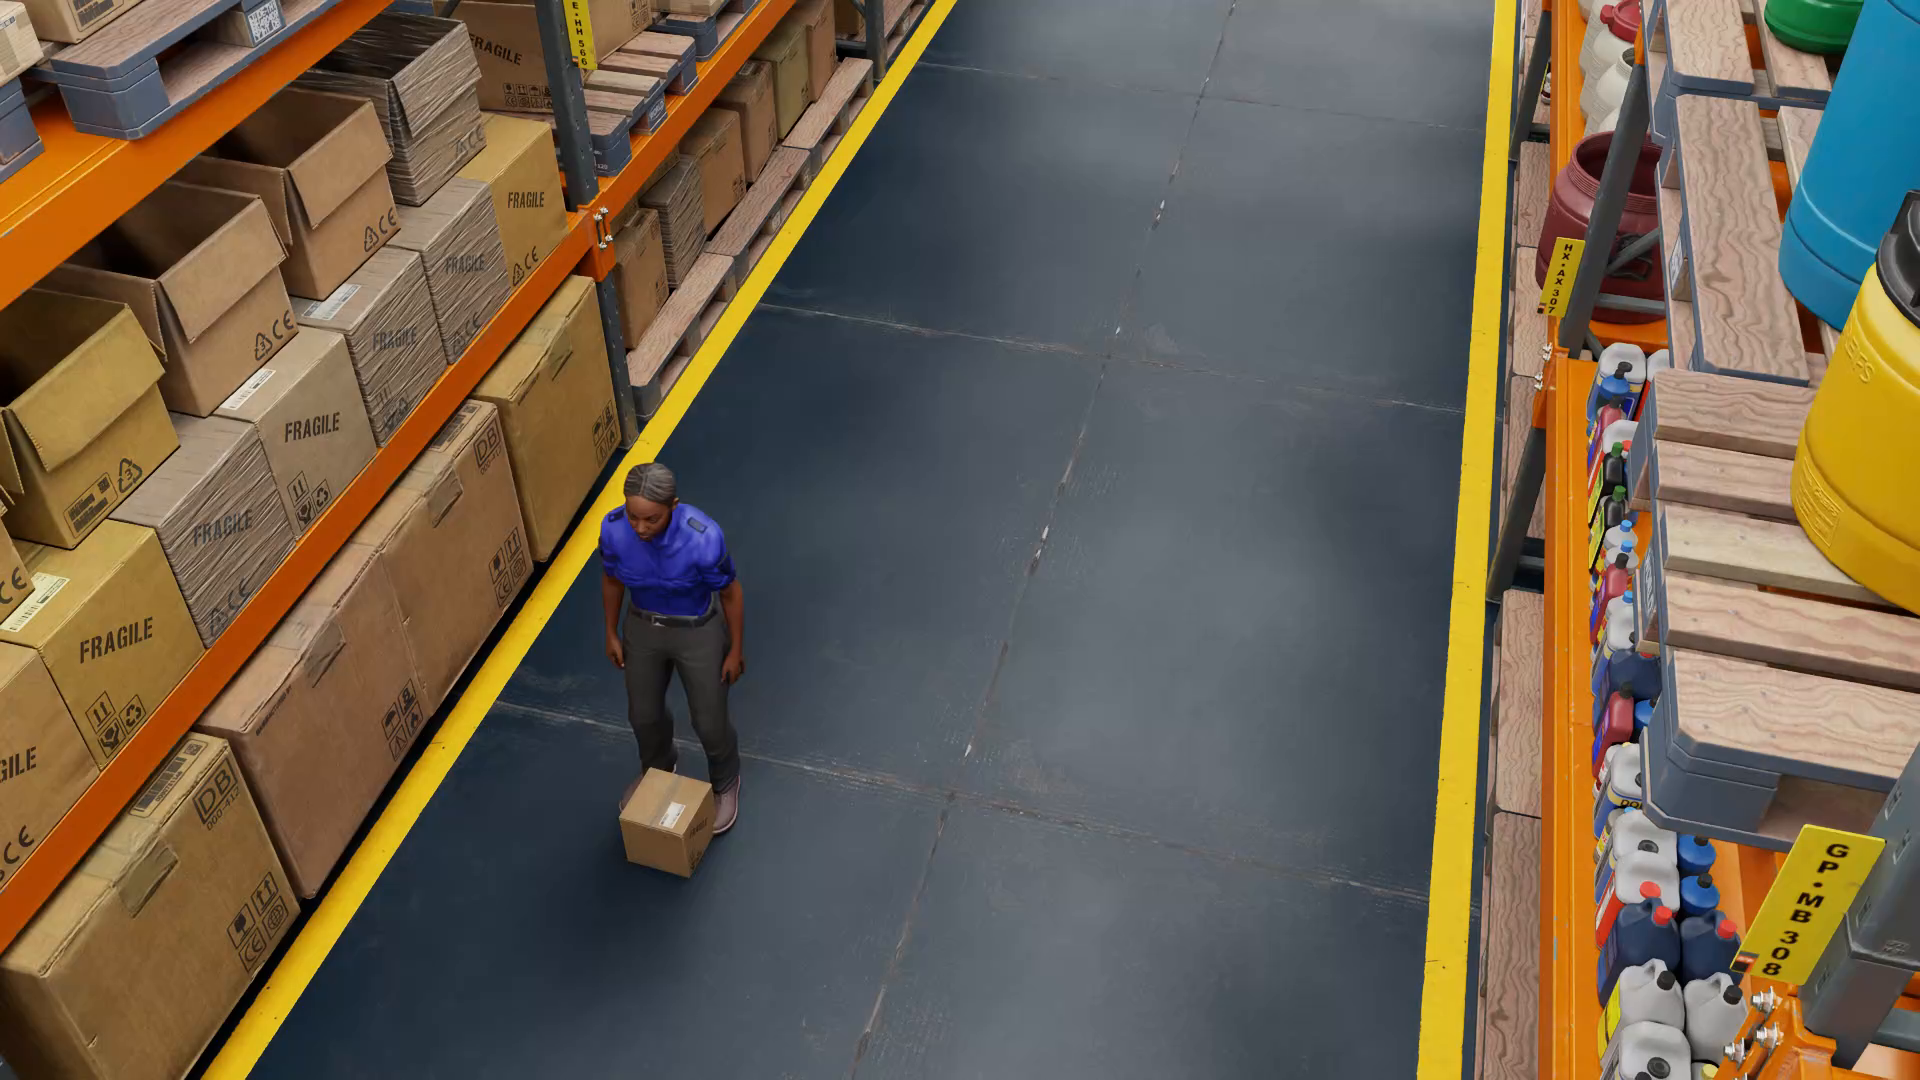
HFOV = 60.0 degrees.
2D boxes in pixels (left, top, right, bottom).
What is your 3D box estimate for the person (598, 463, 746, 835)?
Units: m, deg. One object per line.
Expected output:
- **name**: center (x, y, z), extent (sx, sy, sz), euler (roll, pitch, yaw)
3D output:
- **person**: center (-1.001, 0.350, 5.764), extent (0.532, 1.654, 0.351), euler (8, 42, 9)
